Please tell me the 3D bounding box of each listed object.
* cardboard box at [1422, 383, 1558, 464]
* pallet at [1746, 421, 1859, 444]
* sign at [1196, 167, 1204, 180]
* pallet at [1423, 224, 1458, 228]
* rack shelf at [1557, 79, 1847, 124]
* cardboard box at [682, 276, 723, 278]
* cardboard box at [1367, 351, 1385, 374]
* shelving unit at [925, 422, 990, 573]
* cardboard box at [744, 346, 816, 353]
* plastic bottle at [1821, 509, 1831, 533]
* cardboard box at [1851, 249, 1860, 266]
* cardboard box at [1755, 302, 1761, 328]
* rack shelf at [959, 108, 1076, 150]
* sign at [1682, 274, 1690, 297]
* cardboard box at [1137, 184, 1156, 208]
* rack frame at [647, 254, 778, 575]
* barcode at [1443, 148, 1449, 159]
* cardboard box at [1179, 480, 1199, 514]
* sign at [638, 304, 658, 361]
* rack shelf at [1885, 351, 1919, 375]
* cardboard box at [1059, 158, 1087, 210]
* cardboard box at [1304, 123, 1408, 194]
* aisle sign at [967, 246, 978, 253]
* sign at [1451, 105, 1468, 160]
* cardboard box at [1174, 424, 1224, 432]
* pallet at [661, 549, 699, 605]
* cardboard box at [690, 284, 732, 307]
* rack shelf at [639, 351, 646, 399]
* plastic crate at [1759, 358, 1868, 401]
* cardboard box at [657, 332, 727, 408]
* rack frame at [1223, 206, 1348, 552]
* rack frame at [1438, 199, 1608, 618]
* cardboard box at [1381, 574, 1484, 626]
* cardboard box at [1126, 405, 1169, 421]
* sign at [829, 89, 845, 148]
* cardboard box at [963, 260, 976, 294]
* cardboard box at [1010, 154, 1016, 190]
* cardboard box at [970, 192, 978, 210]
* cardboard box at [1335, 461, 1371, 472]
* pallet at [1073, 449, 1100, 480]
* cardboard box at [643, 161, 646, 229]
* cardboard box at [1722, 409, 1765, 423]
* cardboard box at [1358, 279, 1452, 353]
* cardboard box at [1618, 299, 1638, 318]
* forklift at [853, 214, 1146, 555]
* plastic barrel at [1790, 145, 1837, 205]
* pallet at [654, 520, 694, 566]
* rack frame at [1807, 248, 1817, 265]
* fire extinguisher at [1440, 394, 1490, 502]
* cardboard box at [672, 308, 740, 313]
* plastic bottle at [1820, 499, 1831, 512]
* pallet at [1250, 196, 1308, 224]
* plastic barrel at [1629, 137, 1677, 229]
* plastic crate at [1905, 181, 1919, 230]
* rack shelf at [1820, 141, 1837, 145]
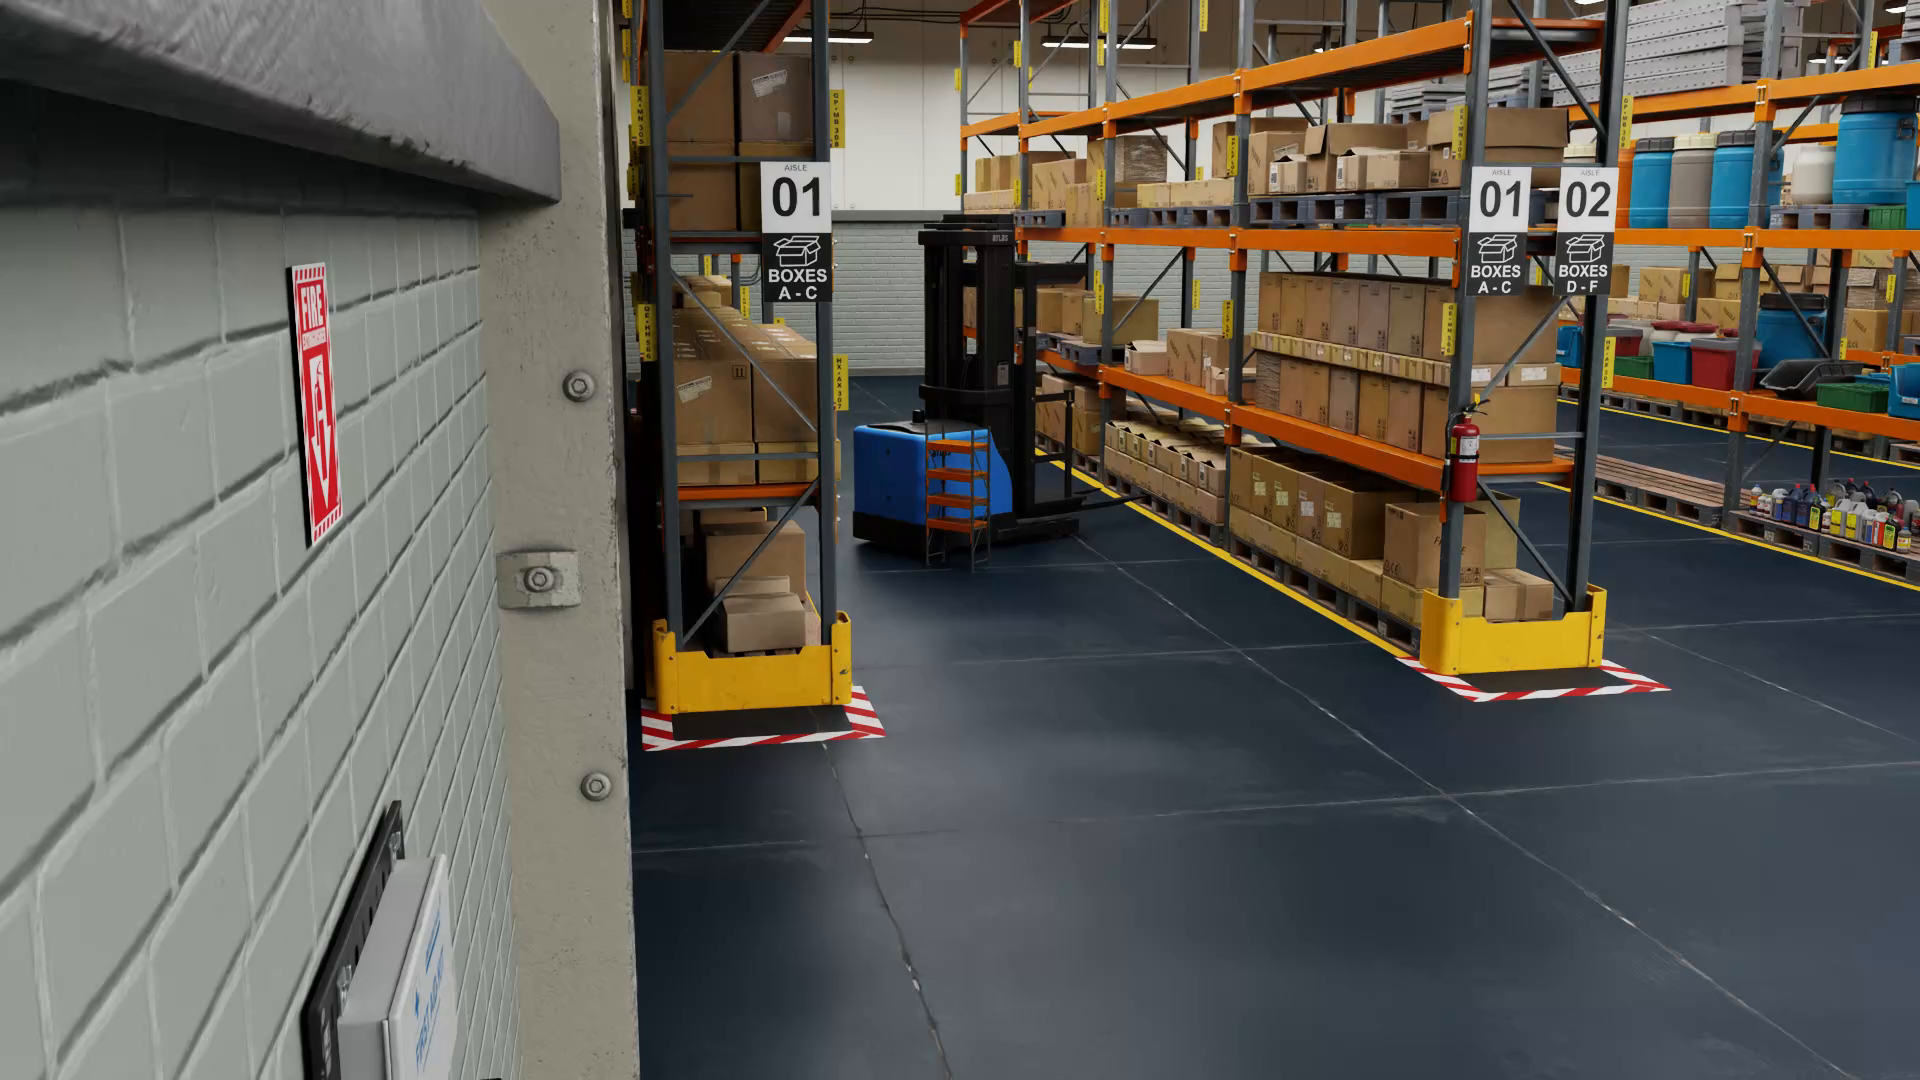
[{"bbox_3d":[3.541,-0.795,11.139,0.700,0.500,0.500,-2,11,-11],"label":"cardboard box"},{"bbox_3d":[11.468,-1.488,22.502,1.003,0.211,1.213,-2,11,-11],"label":"pallet"},{"bbox_3d":[2.609,-3.912,18.167,0.100,0.325,0.005,-2,11,-11],"label":"sign"},{"bbox_3d":[6.617,-4.073,21.110,1.003,0.211,1.213,-2,11,-11],"label":"pallet"},{"bbox_3d":[7.312,-4.337,16.964,1.077,0.370,4.000,-2,11,-11],"label":"rack shelf"},{"bbox_3d":[-3.141,-3.083,20.304,0.500,0.250,0.500,-2,11,-10],"label":"cardboard box"},{"bbox_3d":[3.158,-1.280,11.952,0.380,0.149,0.250,-2,11,-9],"label":"cardboard box"},{"bbox_3d":[-0.018,-0.361,13.937,0.503,1.200,0.258,9,14,38],"label":"shelving unit"},{"bbox_3d":[-1.123,-0.973,10.683,0.500,0.500,0.500,-2,11,-11],"label":"cardboard box"},{"bbox_3d":[7.520,-0.164,14.397,0.097,0.201,0.097,0,11,0],"label":"plastic bottle"},{"bbox_3d":[15.042,-4.618,27.754,0.500,0.500,0.500,-2,11,-9],"label":"cardboard box"},{"bbox_3d":[11.043,-2.992,22.681,0.500,0.500,0.500,-2,11,-12],"label":"cardboard box"},{"bbox_3d":[0.896,-5.820,23.693,1.077,0.370,4.000,-2,11,-11],"label":"rack shelf"},{"bbox_3d":[10.459,-3.664,23.952,0.100,0.325,0.005,-2,11,-11],"label":"sign"},{"bbox_3d":[2.207,-3.652,17.672,0.500,0.250,0.500,-3,11,-15],"label":"cardboard box"},{"bbox_3d":[-2.017,-1.213,13.600,1.000,3.000,0.127,-2,11,-11],"label":"rack frame"},{"bbox_3d":[3.088,-2.457,10.560,0.001,0.075,0.075,-2,11,-11],"label":"barcode"},{"bbox_3d":[2.380,-0.408,15.600,0.500,0.250,0.500,-2,11,-12],"label":"cardboard box"},{"bbox_3d":[-1.787,-1.187,9.521,0.100,0.325,0.005,-2,11,-11],"label":"sign"},{"bbox_3d":[12.170,-1.767,18.434,1.077,0.370,4.000,-2,11,-11],"label":"rack shelf"},{"bbox_3d":[1.573,-4.299,20.136,0.600,0.600,0.600,-3,11,-13],"label":"cardboard box"},{"bbox_3d":[3.038,-2.886,12.597,0.797,0.503,0.637,-1,11,-5],"label":"cardboard box"},{"bbox_3d":[0.206,-4.874,25.880,0.394,0.787,0.004,-2,11,-11],"label":"aisle sign"},{"bbox_3d":[3.084,-2.513,10.250,0.100,0.325,0.005,-2,11,-11],"label":"sign"},{"bbox_3d":[2.514,-1.076,17.613,0.500,0.311,0.500,-2,11,-12],"label":"cardboard box"},{"bbox_3d":[-1.852,0.279,13.220,1.003,0.211,1.213,-2,11,-11],"label":"pallet"},{"bbox_3d":[-2.636,-2.618,17.860,0.500,0.250,0.500,-2,11,-10],"label":"cardboard box"},{"bbox_3d":[-3.184,-1.960,19.449,1.077,0.370,4.000,-2,11,-11],"label":"rack shelf"},{"bbox_3d":[7.678,-1.442,14.970,0.767,0.338,0.504,-2,11,-11],"label":"plastic crate"},{"bbox_3d":[-1.942,-1.237,12.069,0.500,0.500,0.500,-2,11,-9],"label":"cardboard box"},{"bbox_3d":[2.841,-1.394,14.550,1.000,3.000,0.127,-2,11,-11],"label":"rack frame"},{"bbox_3d":[3.619,-0.660,10.696,1.000,3.000,0.127,-2,11,-11],"label":"rack frame"},{"bbox_3d":[3.225,0.397,11.374,0.500,0.250,0.500,-2,11,-11],"label":"cardboard box"},{"bbox_3d":[2.148,-1.305,19.594,0.500,0.500,0.500,-3,11,-13],"label":"cardboard box"},{"bbox_3d":[-0.707,-2.402,9.487,0.100,0.325,0.005,-2,11,-11],"label":"sign"},{"bbox_3d":[0.335,-4.044,25.533,0.500,0.500,0.500,-2,11,-9],"label":"cardboard box"},{"bbox_3d":[1.092,-5.151,23.327,0.700,0.500,0.500,-2,11,-11],"label":"cardboard box"},{"bbox_3d":[0.442,-5.044,24.772,0.500,0.250,0.500,-2,11,-11],"label":"cardboard box"},{"bbox_3d":[3.333,-0.357,13.328,0.500,0.500,0.500,-2,11,-11],"label":"cardboard box"},{"bbox_3d":[1.955,-0.896,19.392,1.003,0.211,1.213,-2,11,-11],"label":"pallet"},{"bbox_3d":[-2.072,-2.550,12.281,0.500,0.500,0.500,-2,11,-9],"label":"cardboard box"},{"bbox_3d":[11.322,-2.103,22.834,1.225,0.875,0.875,-3,11,-13],"label":"cardboard box"},{"bbox_3d":[3.324,-1.631,12.060,0.700,0.500,0.500,-2,11,-11],"label":"cardboard box"},{"bbox_3d":[10.457,-3.553,25.500,0.500,0.250,0.500,-2,11,-10],"label":"cardboard box"},{"bbox_3d":[0.476,-1.517,15.382,3.031,2.935,1.130,-9,14,-40],"label":"forklift"},{"bbox_3d":[7.592,-3.222,14.710,0.421,0.512,0.421,0,11,0],"label":"plastic barrel"},{"bbox_3d":[-2.170,0.014,14.611,1.003,0.211,1.213,-2,11,-11],"label":"pallet"},{"bbox_3d":[15.110,-4.116,28.853,1.000,3.000,0.127,-2,11,-11],"label":"rack frame"},{"bbox_3d":[3.187,-0.584,10.500,0.296,0.674,0.183,-2,11,-11],"label":"fire extinguisher"},{"bbox_3d":[-2.558,-2.024,16.420,0.700,0.500,0.500,-3,11,-16],"label":"cardboard box"},{"bbox_3d":[7.553,-0.226,14.533,0.097,0.271,0.097,0,11,0],"label":"plastic bottle"},{"bbox_3d":[3.033,-2.668,13.461,1.003,0.211,1.213,-2,11,-11],"label":"pallet"},{"bbox_3d":[7.135,-3.618,16.875,0.600,0.901,0.708,-2,11,-11],"label":"plastic barrel"},{"bbox_3d":[7.813,-2.644,13.140,0.392,0.384,0.575,-2,11,-11],"label":"plastic crate"},{"bbox_3d":[15.499,-6.341,26.432,1.077,0.370,4.000,-2,11,-11],"label":"rack shelf"}]
